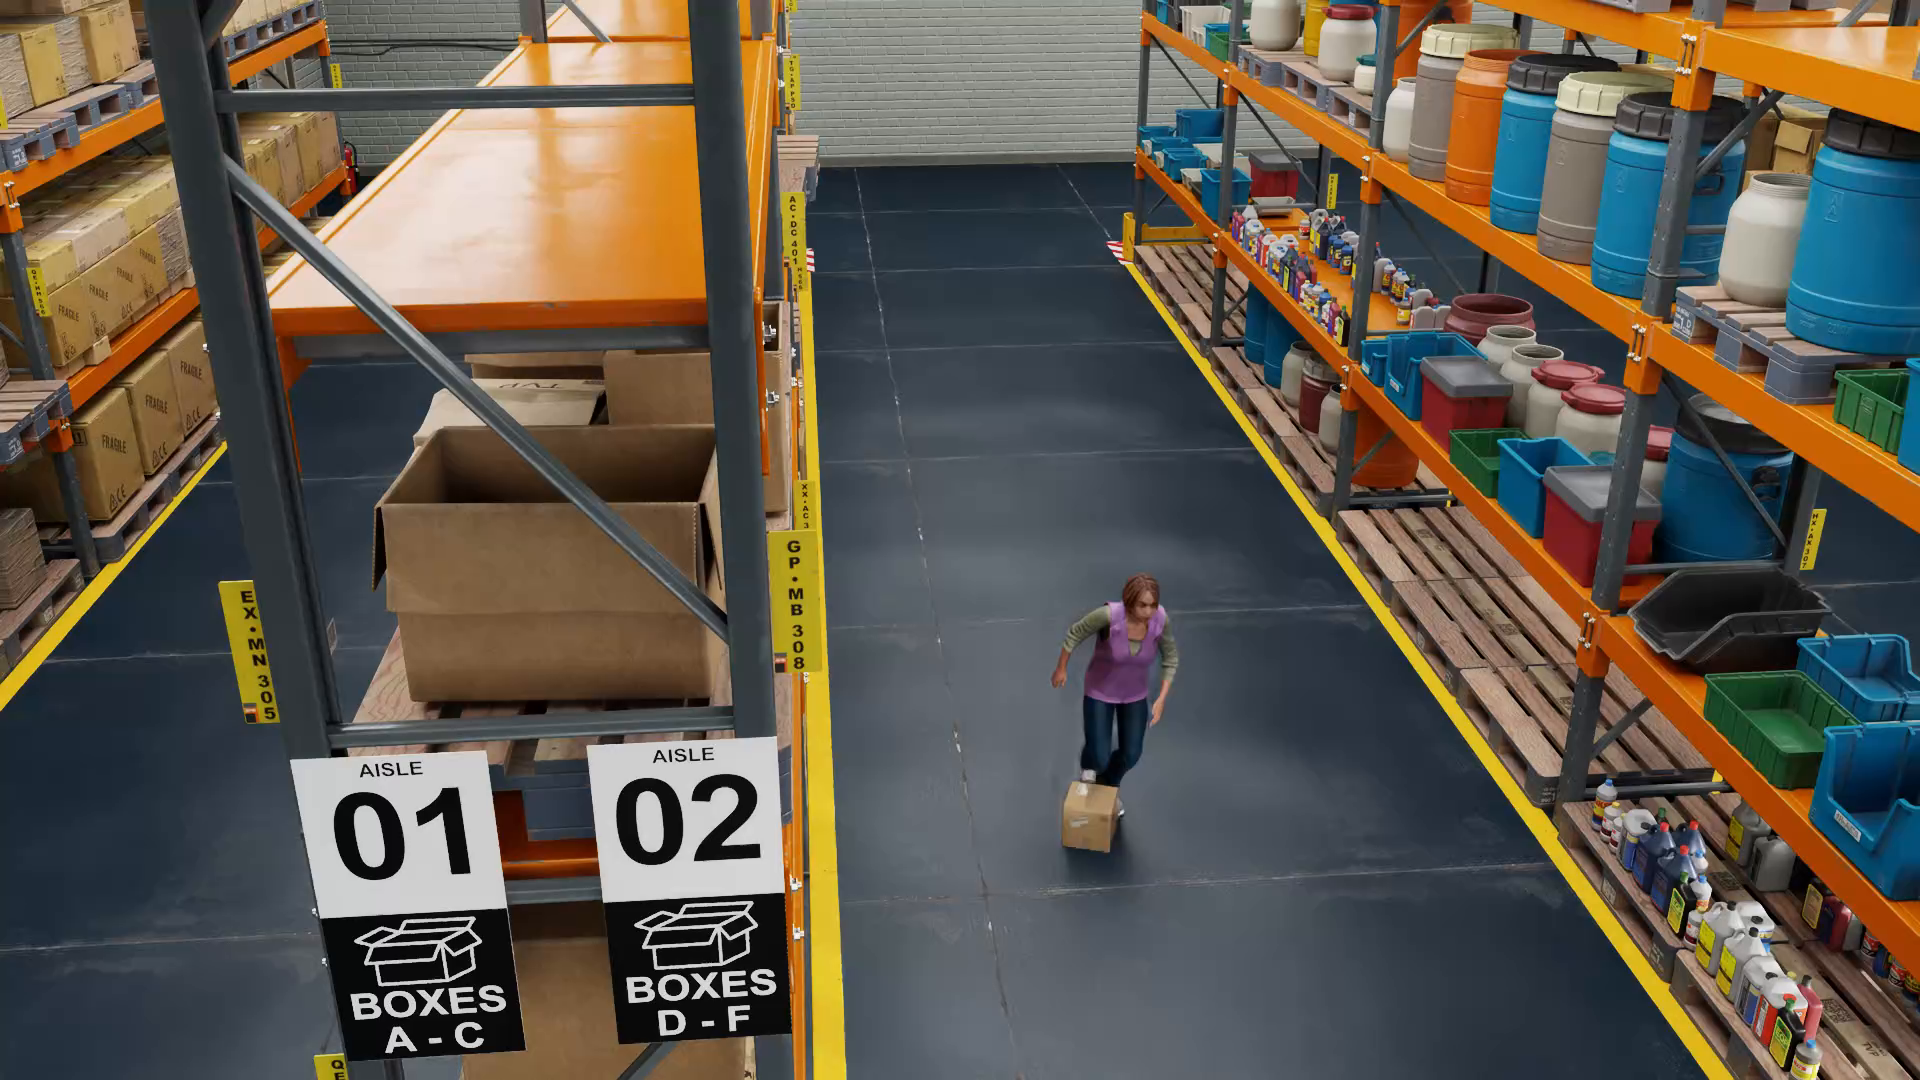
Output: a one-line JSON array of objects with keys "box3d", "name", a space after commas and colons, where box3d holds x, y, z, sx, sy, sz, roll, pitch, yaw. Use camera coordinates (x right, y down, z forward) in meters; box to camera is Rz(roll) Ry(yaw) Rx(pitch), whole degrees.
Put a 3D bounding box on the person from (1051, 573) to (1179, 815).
[{"box3d": [0.811, 0.800, 8.633, 0.609, 1.495, 0.548, -5, 25, -11], "name": "person"}]
